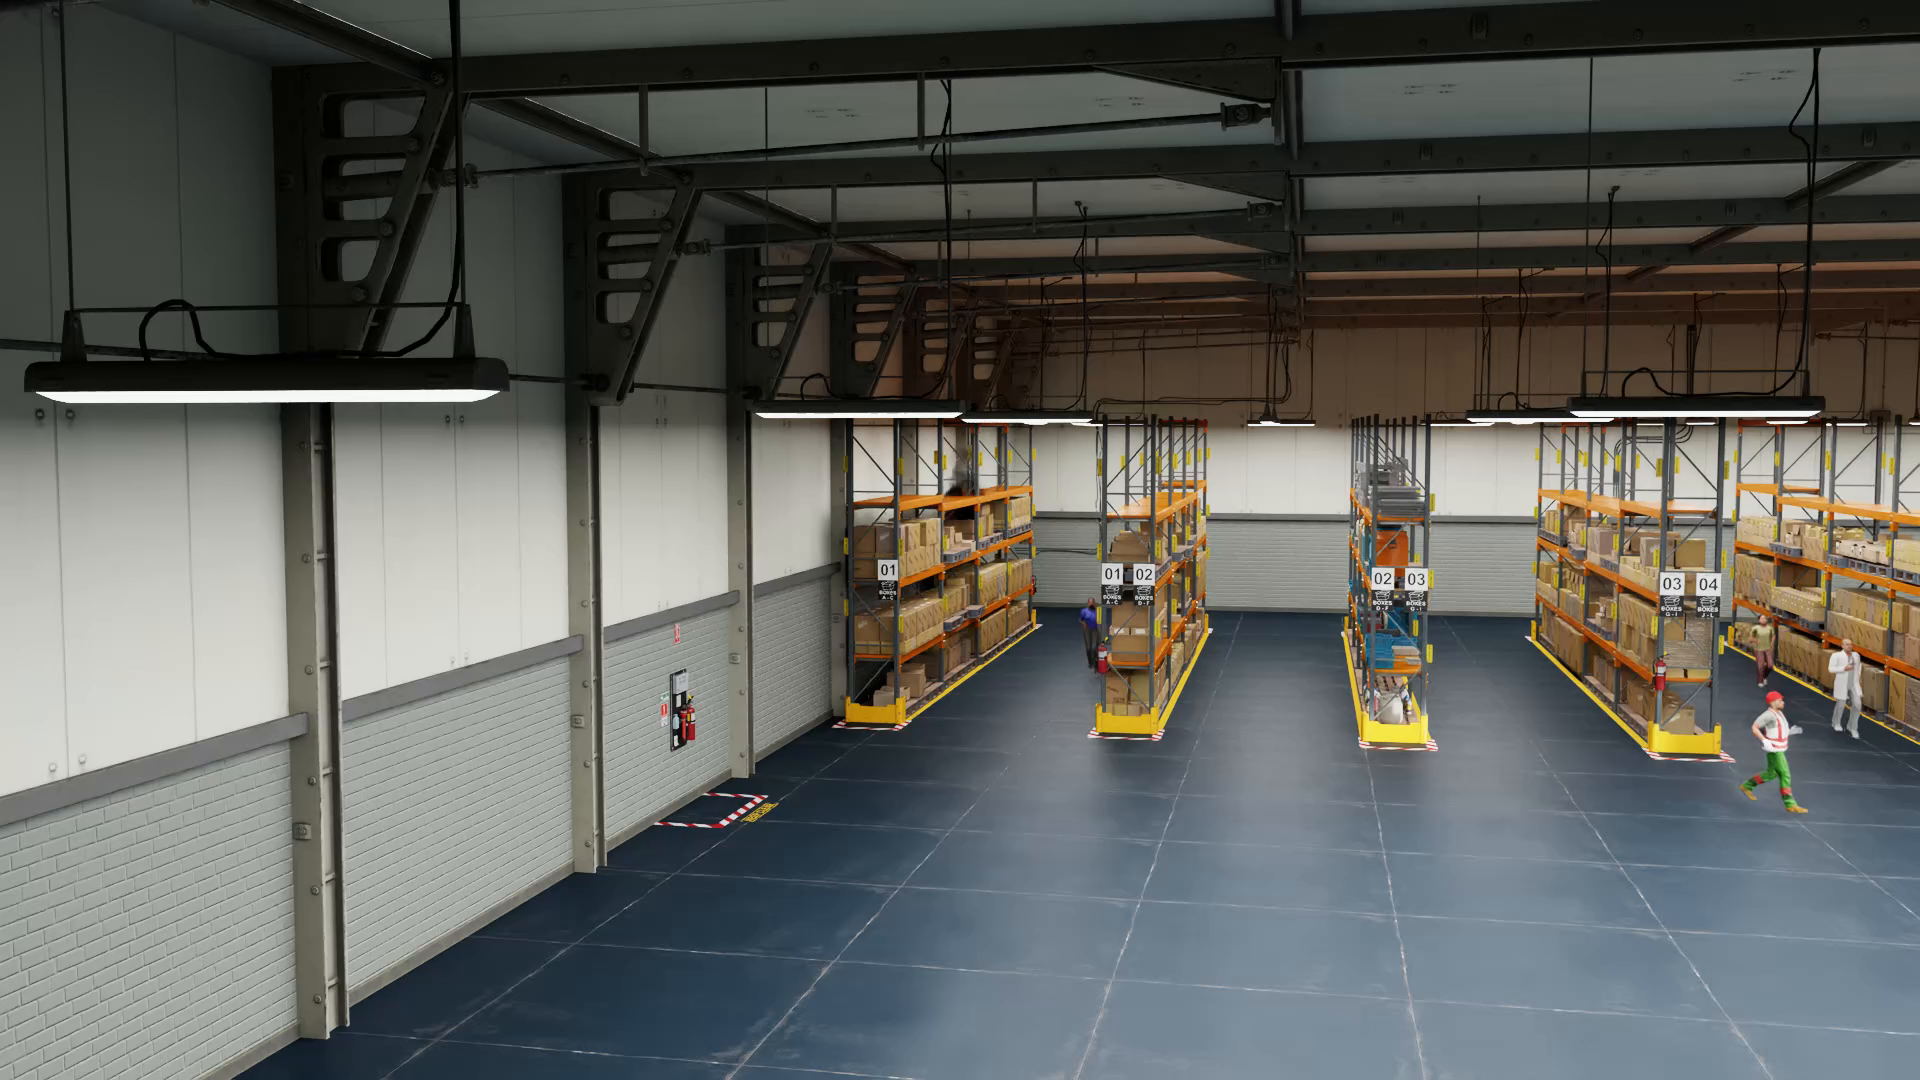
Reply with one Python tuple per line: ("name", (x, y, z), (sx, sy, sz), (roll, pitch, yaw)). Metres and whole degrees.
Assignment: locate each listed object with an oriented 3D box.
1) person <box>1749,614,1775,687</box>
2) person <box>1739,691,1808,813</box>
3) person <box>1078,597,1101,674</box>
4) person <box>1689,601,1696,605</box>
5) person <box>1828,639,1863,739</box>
("person", (17.779, 2.449, 36.799), (0.571, 1.626, 0.535), (1, 4, 13))
("person", (12.204, 3.145, 24.915), (1.002, 1.765, 0.661), (3, 5, 40))
("person", (2.970, 2.168, 37.707), (0.572, 1.738, 0.695), (1, 4, 9))
("person", (19.075, 2.004, 43.759), (0.619, 1.714, 0.735), (1, 4, 15))
("person", (16.570, 2.763, 31.082), (0.687, 1.845, 0.811), (0, 4, 6))
